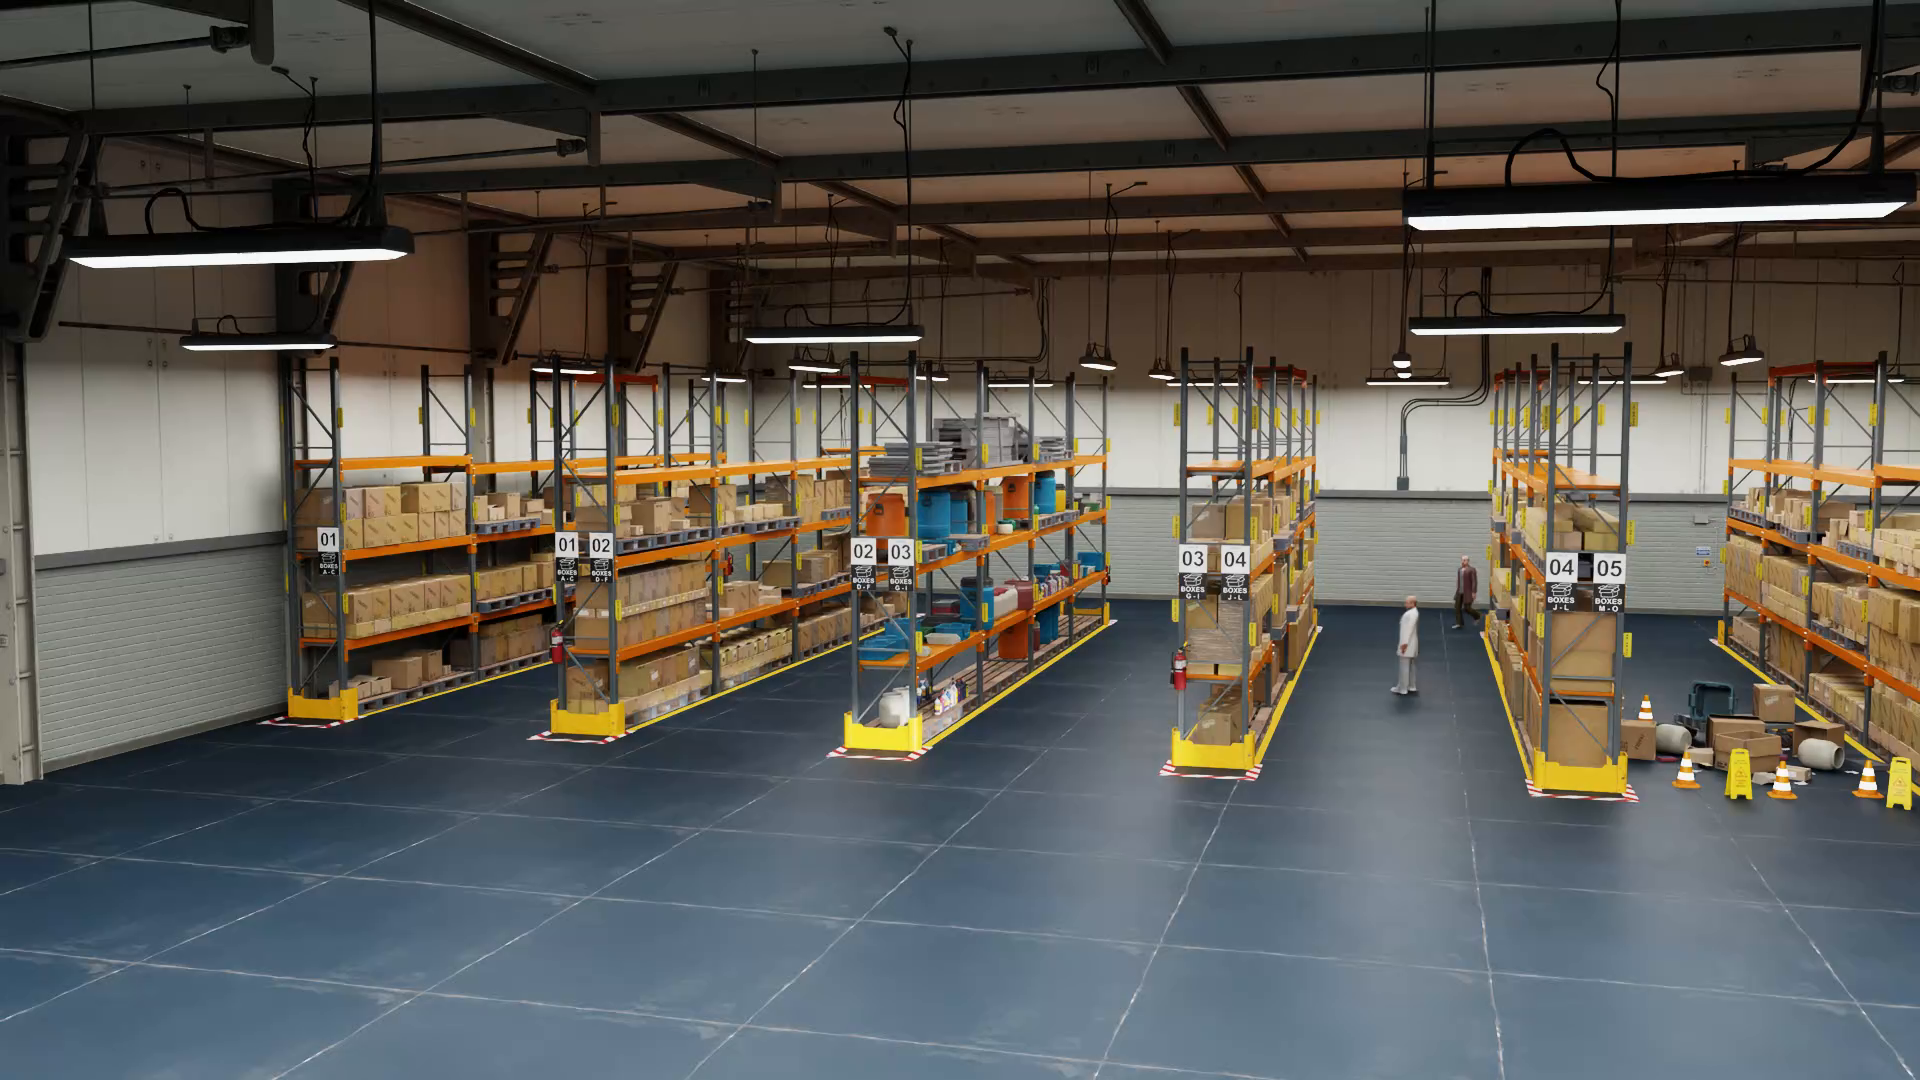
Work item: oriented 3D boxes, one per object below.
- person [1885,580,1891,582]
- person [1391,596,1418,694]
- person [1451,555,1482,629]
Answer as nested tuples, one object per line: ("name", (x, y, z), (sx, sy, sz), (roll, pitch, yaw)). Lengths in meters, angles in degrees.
("person", (19.417, 1.620, 34.913), (0.473, 1.708, 0.509), (2, 5, 25))
("person", (8.093, 1.904, 30.229), (0.476, 1.776, 0.628), (2, 5, 27))
("person", (11.977, 1.235, 39.260), (0.761, 1.751, 0.626), (-2, 5, -30))
